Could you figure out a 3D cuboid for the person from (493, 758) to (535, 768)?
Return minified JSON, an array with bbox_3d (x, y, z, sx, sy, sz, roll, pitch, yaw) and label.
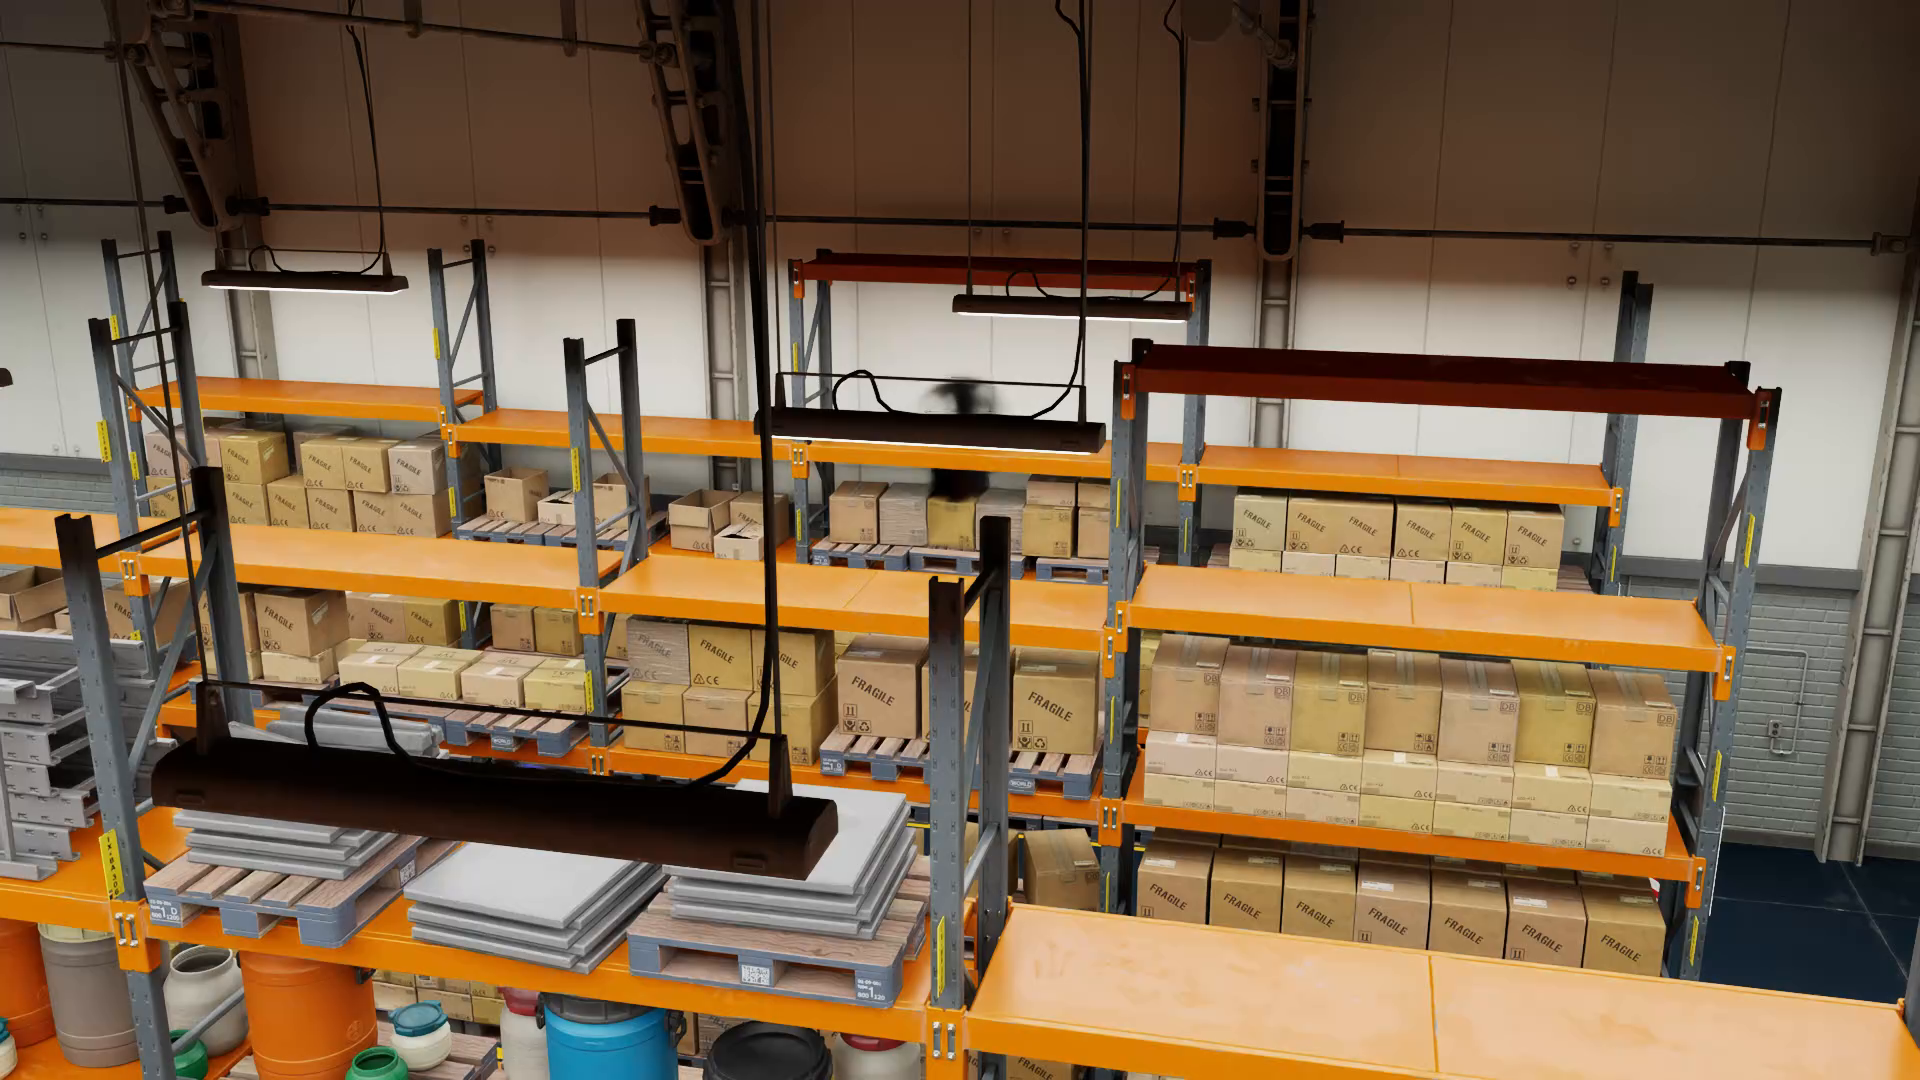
[{"bbox_3d":[-4.094,2.791,16.142,1.007,1.489,0.586,10,19,31],"label":"person"}]
